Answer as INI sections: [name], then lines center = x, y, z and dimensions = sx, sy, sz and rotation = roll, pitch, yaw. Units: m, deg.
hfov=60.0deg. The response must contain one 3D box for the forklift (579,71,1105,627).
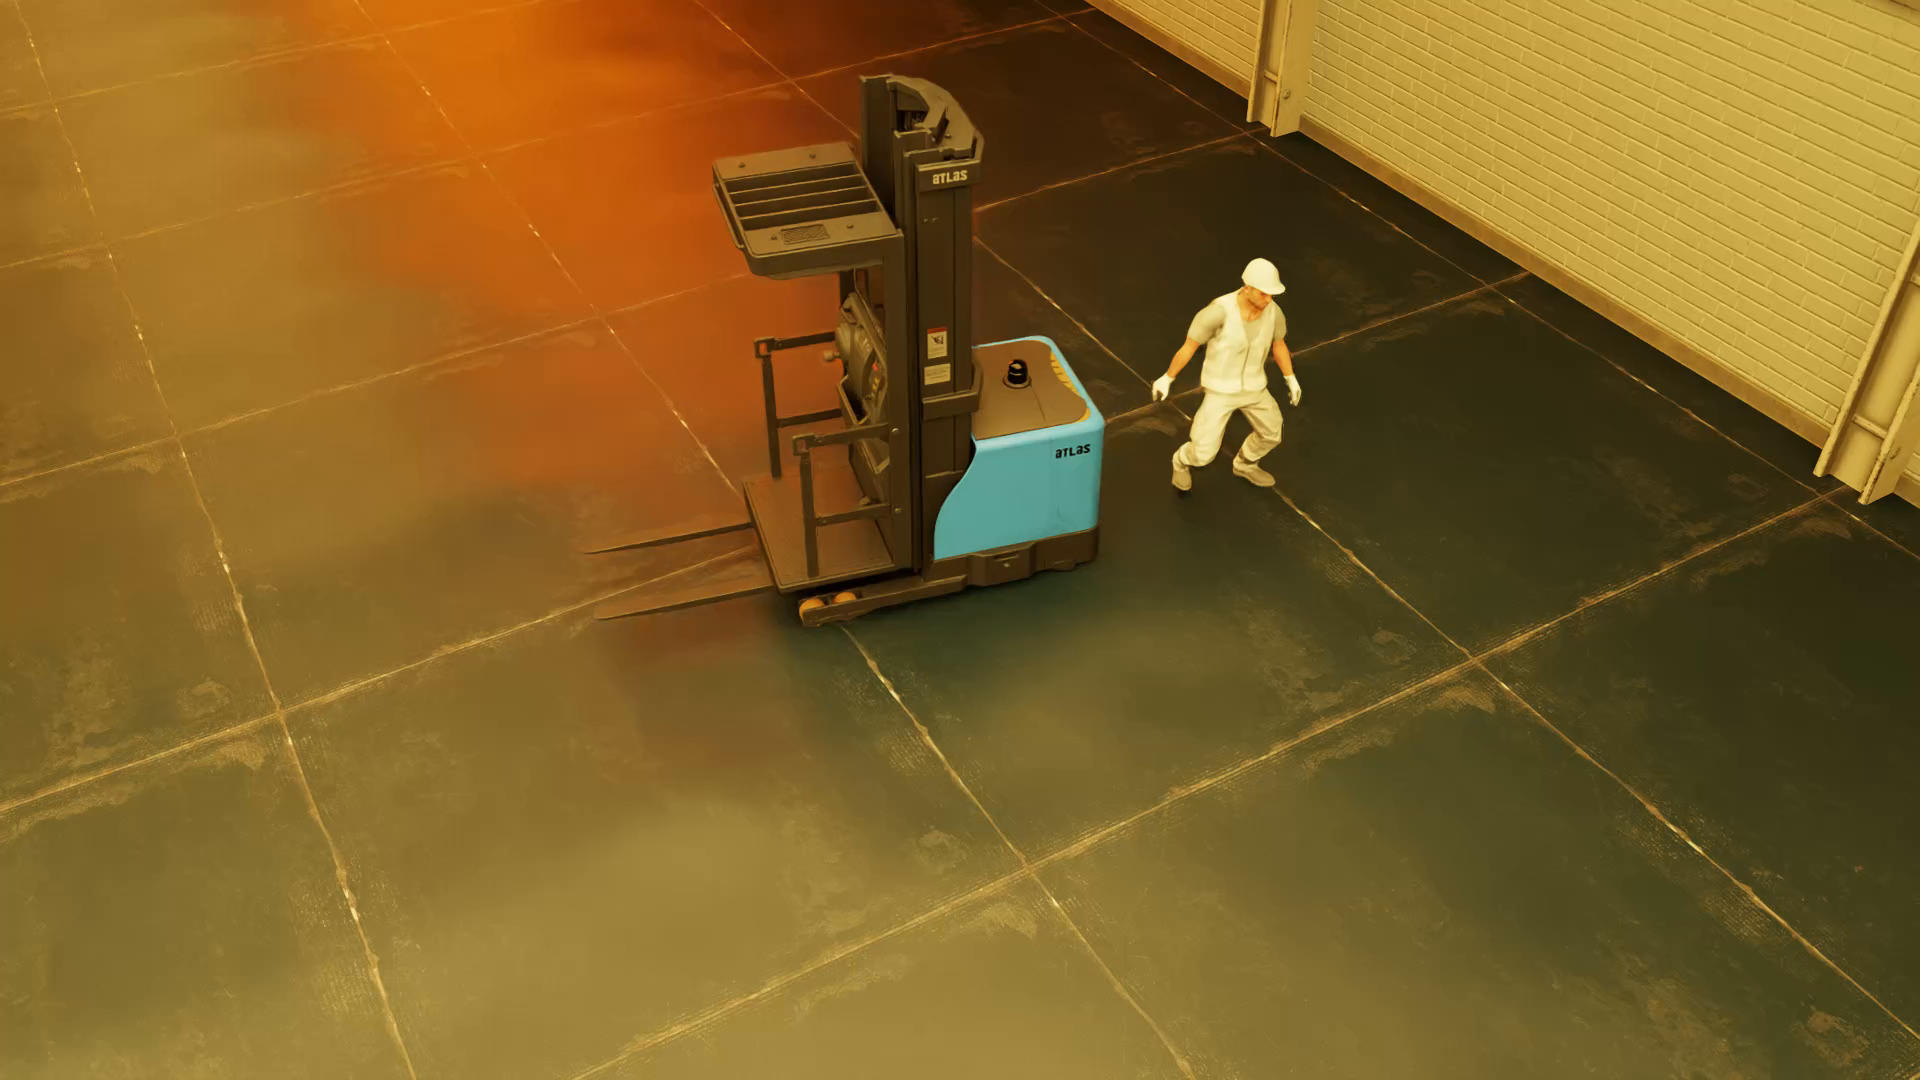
[forklift]
center = -0.731, -0.998, 9.239
dimensions = 3.031, 2.935, 1.130
rotation = -11, 41, -13

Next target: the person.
[person]
center = 1.648, -0.963, 10.173
dimensions = 0.923, 1.691, 0.488
rotation = -9, 41, -11
